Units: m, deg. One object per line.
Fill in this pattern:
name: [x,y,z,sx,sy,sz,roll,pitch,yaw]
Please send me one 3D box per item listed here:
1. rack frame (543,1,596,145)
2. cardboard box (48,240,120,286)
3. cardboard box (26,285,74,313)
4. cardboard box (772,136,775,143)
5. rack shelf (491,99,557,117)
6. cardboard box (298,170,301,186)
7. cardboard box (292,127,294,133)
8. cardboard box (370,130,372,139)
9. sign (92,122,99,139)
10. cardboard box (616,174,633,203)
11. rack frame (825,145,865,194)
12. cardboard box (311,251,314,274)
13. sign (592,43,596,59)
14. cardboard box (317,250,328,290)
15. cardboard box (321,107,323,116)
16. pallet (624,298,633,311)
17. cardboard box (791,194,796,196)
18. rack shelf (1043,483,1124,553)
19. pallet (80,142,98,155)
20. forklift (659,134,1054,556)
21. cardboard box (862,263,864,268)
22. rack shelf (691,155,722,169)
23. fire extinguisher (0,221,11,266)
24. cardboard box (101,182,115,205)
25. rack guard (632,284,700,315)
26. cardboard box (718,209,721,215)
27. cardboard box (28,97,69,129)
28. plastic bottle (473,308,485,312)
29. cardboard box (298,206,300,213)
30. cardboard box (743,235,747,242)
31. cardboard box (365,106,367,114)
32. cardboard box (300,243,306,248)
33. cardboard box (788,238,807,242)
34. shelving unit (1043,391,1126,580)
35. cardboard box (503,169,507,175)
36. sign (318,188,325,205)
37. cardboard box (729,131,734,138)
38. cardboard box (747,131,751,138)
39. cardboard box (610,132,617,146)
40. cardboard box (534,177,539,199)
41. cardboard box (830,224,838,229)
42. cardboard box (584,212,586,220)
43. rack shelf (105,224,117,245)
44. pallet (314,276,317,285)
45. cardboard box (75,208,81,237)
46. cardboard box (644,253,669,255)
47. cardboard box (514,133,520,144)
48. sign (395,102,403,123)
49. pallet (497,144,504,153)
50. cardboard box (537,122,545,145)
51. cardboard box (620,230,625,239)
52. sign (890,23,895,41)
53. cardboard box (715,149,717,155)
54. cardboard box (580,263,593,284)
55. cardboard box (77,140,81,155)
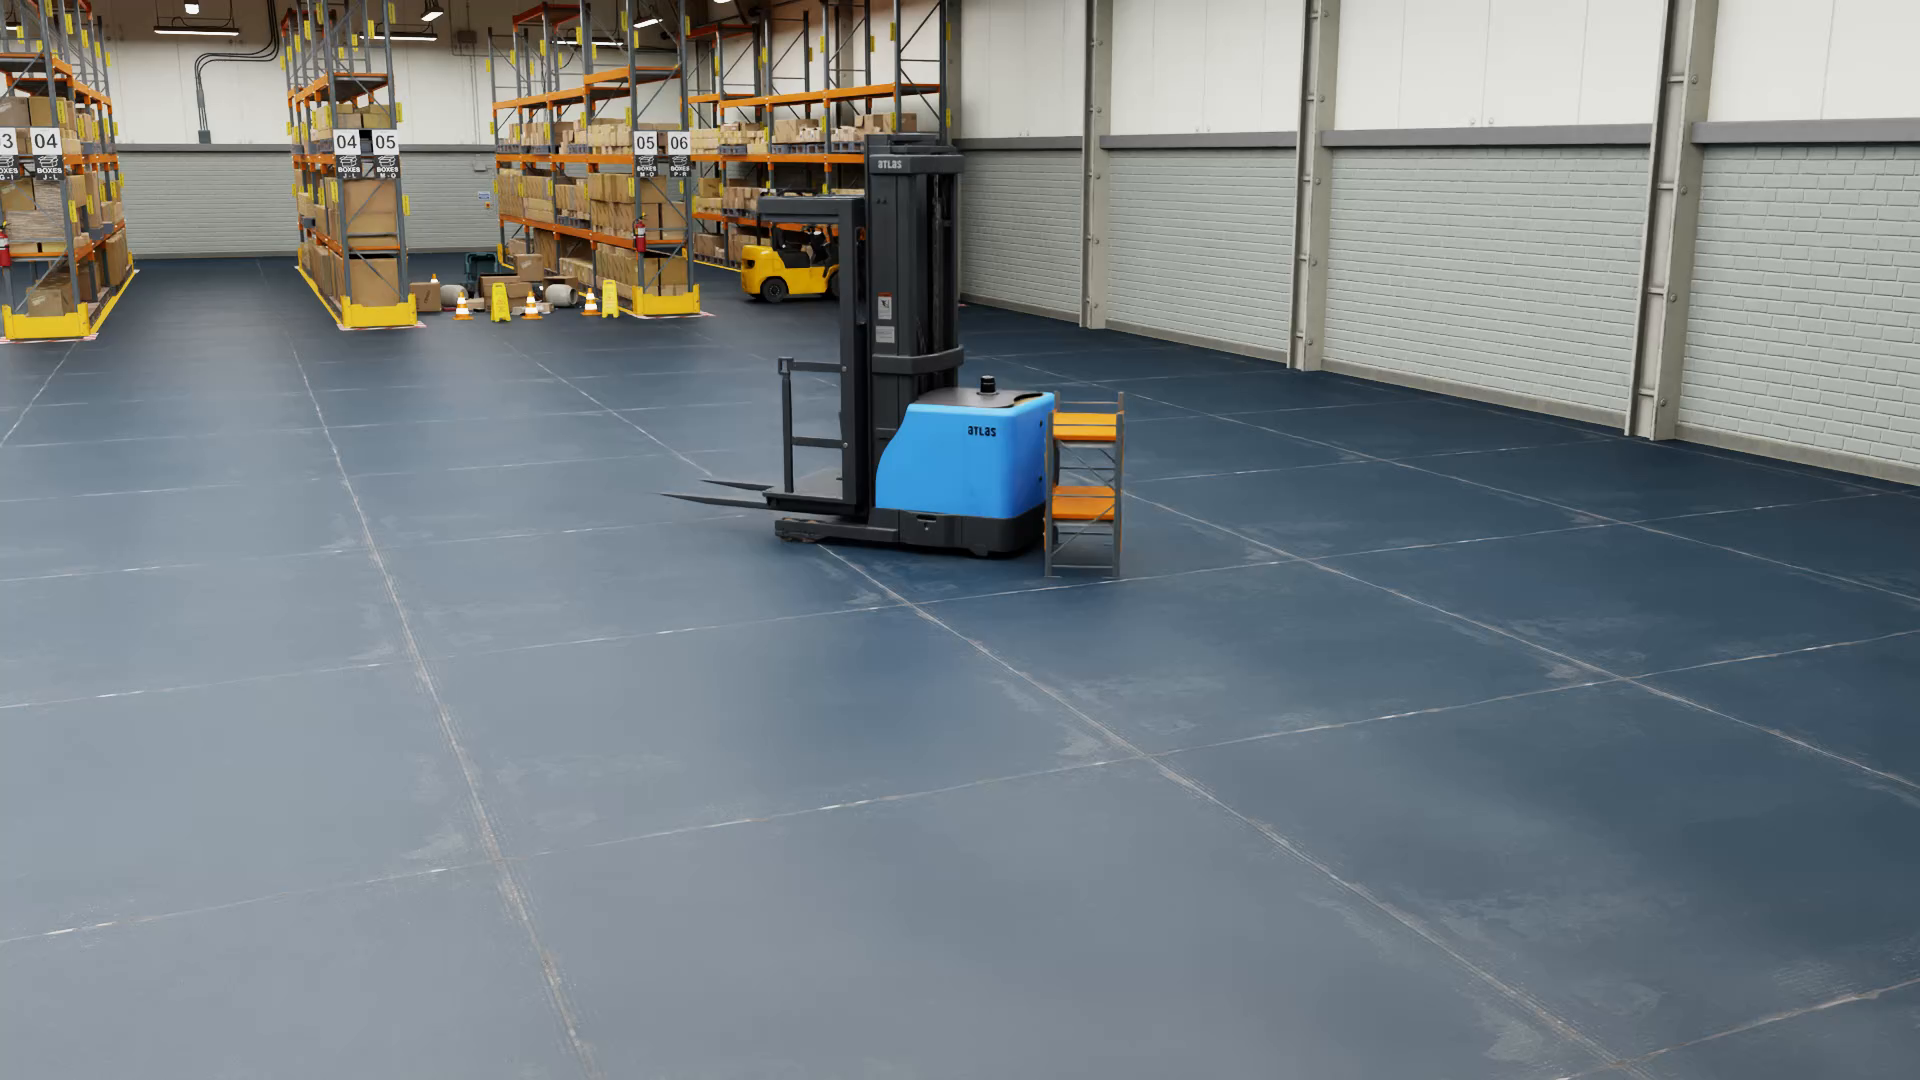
rack frame: [-8.489,-10.134,36.197,1.000,3.000,0.127,-6,14,-23]
cardboard box: [-17.826,-5.630,33.822,1.225,0.875,0.875,-6,14,-26]
cardboard box: [-14.870,-3.901,27.183,0.500,0.500,0.500,-2,13,-8]
cardboard box: [-4.081,-9.161,38.013,0.380,0.166,0.250,-6,14,-23]
rack shelf: [-10.892,-10.828,41.679,1.077,0.370,4.000,-6,14,-23]
cardboard box: [-15.234,-8.429,39.038,0.500,0.500,0.500,-6,14,-25]
cardboard box: [-16.043,-9.967,40.469,0.380,0.149,0.250,-5,14,-22]
cardboard box: [-9.726,-6.835,28.000,0.380,0.149,0.250,-5,14,-22]
sign: [-17.071,-8.078,32.819,0.100,0.325,0.005,-6,14,-23]
cardboard box: [-5.885,-6.430,30.400,0.700,0.500,0.500,-5,14,-22]
rack frame: [-2.340,-6.833,35.243,1.000,3.000,0.127,-6,14,-23]
cardboard box: [-14.320,-6.270,37.422,0.500,0.500,0.500,-5,14,-20]
sign: [-7.996,-10.678,36.303,0.100,0.325,0.005,-6,14,-23]
cardboard box: [-12.096,-5.345,32.868,1.050,0.750,0.750,-6,14,-23]
cardboard box: [-10.938,-7.477,29.006,0.380,0.149,0.250,-6,14,-23]
pallet: [-5.608,-4.386,30.853,1.003,0.211,1.213,-6,14,-23]
cardboard box: [-3.558,-7.666,37.182,0.380,0.149,0.250,-5,14,-22]
rack shelf: [0.879,-0.166,11.675,0.538,0.278,1.000,1,13,6]
pallet: [-16.116,-6.996,29.711,1.213,0.211,1.003,-6,14,-23]
forklift: [-0.825,-1.507,12.382,3.031,2.935,1.130,5,14,22]
cardboard box: [-1.636,-5.397,33.096,0.500,0.250,0.500,-6,14,-24]
rack shelf: [-6.346,-10.010,43.913,1.077,0.370,4.000,-6,14,-23]
fire extinguisher: [-14.741,-4.560,25.591,0.296,0.674,0.183,-6,14,-23]
cardboard box: [-19.129,-7.701,37.003,0.500,0.500,0.500,-6,14,-23]
rack guard: [-5.315,-4.356,30.082,1.175,0.500,0.348,-6,14,-23]
cardboard box: [-6.028,-8.459,42.823,0.380,0.149,0.250,-5,14,-21]
cardboard box: [-14.712,-6.893,26.856,0.500,0.500,0.500,-6,14,-23]
plastic bottle: [-8.808,-4.205,30.405,0.133,0.061,0.283,-12,18,-42]
cardboard box: [-14.850,-7.528,37.872,0.380,0.149,0.250,-6,14,-26]
cardboard box: [-5.161,-7.478,41.203,0.380,0.149,0.250,-6,14,-23]
cardboard box: [-9.924,-7.325,28.352,0.380,0.149,0.250,-5,14,-22]
cardboard box: [-16.290,-7.362,41.599,0.380,0.149,0.250,-6,14,-26]
cardboard box: [-3.866,-7.099,39.562,0.380,0.149,0.250,-5,14,-20]
shelving unit: [0.879,-0.404,11.620,0.538,1.125,1.048,1,13,6]
cardboard box: [-11.514,-9.453,42.682,0.380,0.149,0.250,-6,14,-25]
sign: [-11.875,-6.391,30.938,0.100,0.325,0.005,-6,14,-23]
cardboard box: [-5.465,-9.966,40.872,0.380,0.149,0.250,-6,14,-24]
cardboard box: [-4.871,-9.700,39.763,0.380,0.149,0.250,-6,14,-23]
cardboard box: [-6.149,-7.383,30.639,0.500,0.250,0.500,-5,14,-21]
cardboard box: [-9.538,-8.143,38.464,0.500,0.500,0.500,-6,14,-24]
cardboard box: [-2.401,-6.767,34.734,0.500,0.500,0.500,-6,14,-25]
cardboard box: [-7.435,-6.604,33.877,0.380,0.149,0.250,-6,14,-25]
rack shelf: [-18.370,-6.378,34.872,1.077,0.370,4.000,-6,14,-23]
pallet: [-13.780,-5.798,36.951,1.003,0.211,1.213,-6,14,-23]
cardboard box: [-15.382,-5.384,28.097,0.875,0.500,0.500,-6,14,-23]
cardboard box: [-5.771,-5.197,31.675,0.500,0.500,0.500,-5,14,-22]
cardboard box: [-10.640,-9.789,40.507,0.396,0.266,0.258,-5,14,-21]
sign: [-9.268,-7.065,27.475,0.100,0.325,0.005,-6,14,-23]
pallet: [-11.387,-10.129,43.028,1.003,0.211,1.213,-6,14,-23]
cardboard box: [-9.059,-9.113,37.286,0.700,0.500,0.500,-6,15,-26]
cardboard box: [-6.047,-5.641,30.649,0.380,0.149,0.250,-5,14,-22]
sign: [-1.240,-9.377,30.683,0.100,0.325,0.005,-6,14,-23]
cardboard box: [-6.054,-9.924,42.500,0.380,0.149,0.250,-6,14,-23]
cardboard box: [-7.390,-5.565,34.659,0.950,0.372,0.625,-5,14,-19]
cardboard box: [-15.545,-6.807,28.809,0.500,0.250,0.500,-5,14,-21]
